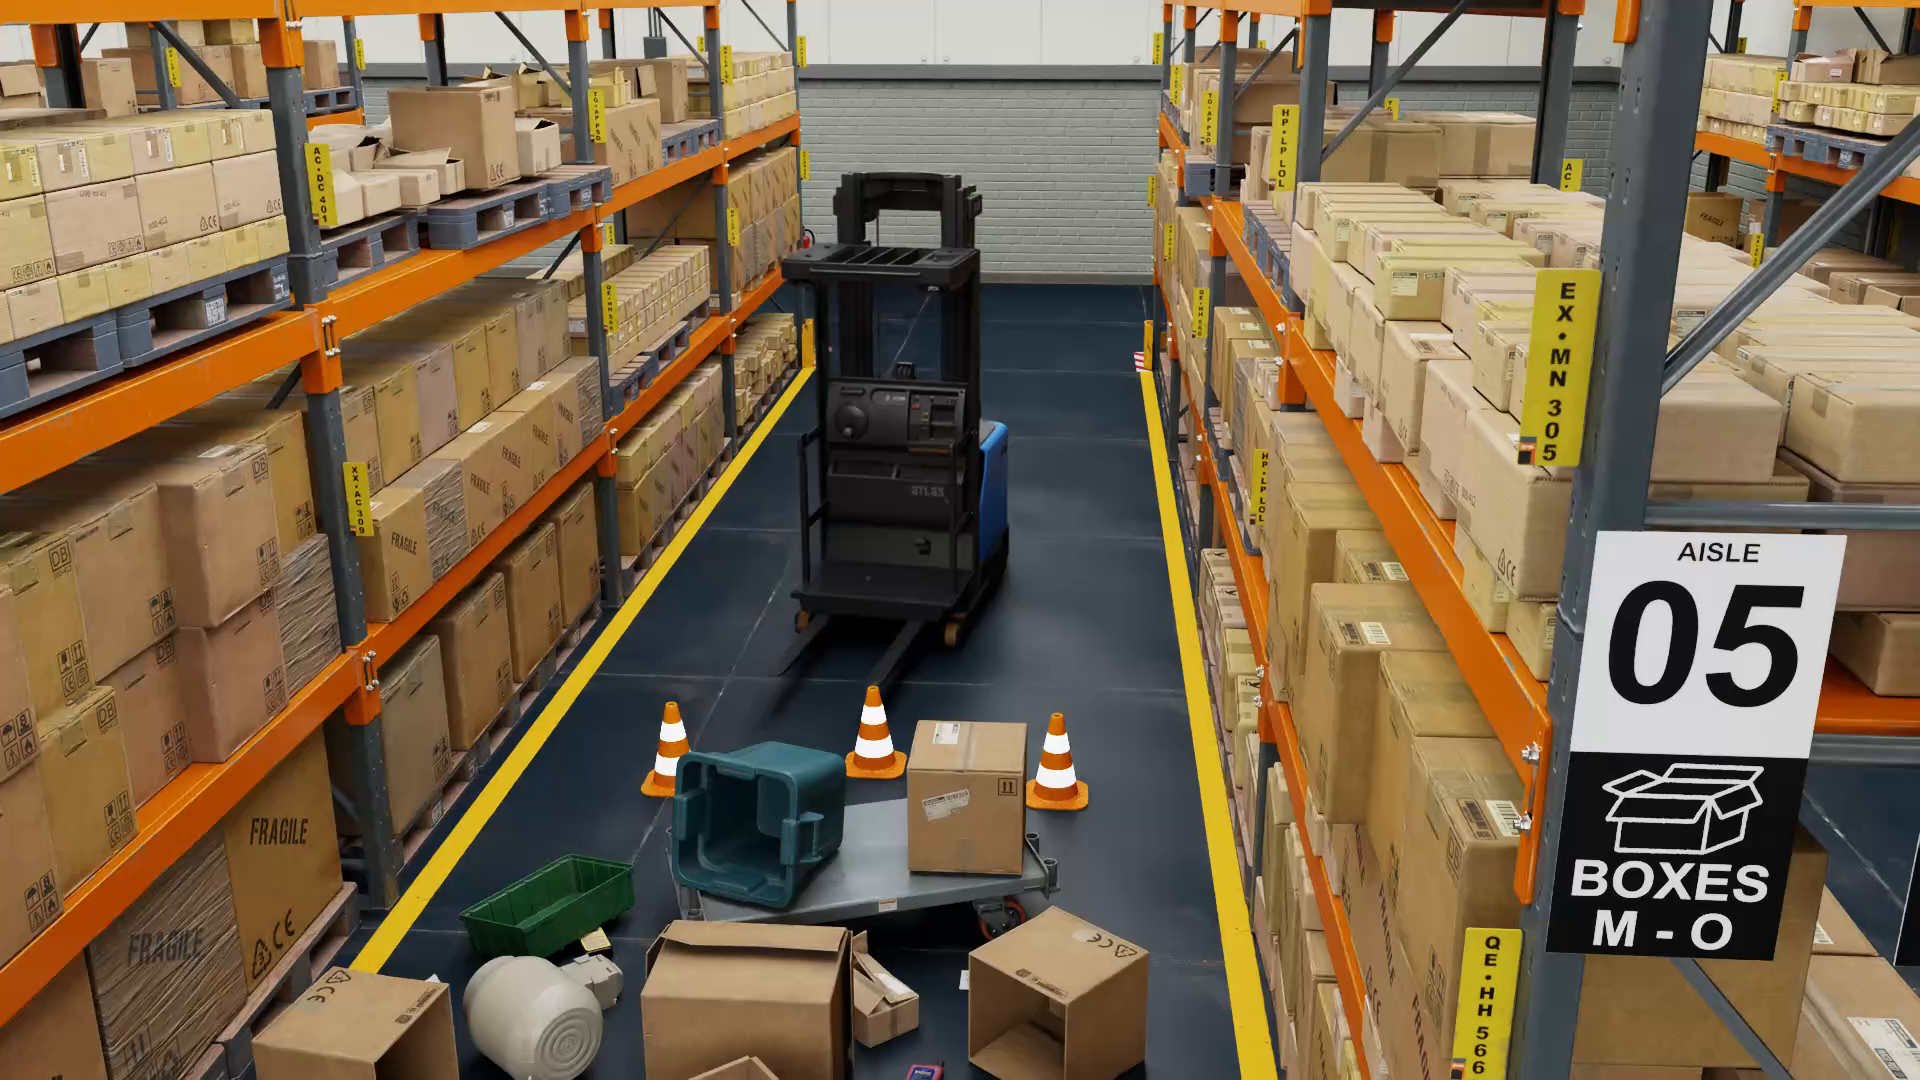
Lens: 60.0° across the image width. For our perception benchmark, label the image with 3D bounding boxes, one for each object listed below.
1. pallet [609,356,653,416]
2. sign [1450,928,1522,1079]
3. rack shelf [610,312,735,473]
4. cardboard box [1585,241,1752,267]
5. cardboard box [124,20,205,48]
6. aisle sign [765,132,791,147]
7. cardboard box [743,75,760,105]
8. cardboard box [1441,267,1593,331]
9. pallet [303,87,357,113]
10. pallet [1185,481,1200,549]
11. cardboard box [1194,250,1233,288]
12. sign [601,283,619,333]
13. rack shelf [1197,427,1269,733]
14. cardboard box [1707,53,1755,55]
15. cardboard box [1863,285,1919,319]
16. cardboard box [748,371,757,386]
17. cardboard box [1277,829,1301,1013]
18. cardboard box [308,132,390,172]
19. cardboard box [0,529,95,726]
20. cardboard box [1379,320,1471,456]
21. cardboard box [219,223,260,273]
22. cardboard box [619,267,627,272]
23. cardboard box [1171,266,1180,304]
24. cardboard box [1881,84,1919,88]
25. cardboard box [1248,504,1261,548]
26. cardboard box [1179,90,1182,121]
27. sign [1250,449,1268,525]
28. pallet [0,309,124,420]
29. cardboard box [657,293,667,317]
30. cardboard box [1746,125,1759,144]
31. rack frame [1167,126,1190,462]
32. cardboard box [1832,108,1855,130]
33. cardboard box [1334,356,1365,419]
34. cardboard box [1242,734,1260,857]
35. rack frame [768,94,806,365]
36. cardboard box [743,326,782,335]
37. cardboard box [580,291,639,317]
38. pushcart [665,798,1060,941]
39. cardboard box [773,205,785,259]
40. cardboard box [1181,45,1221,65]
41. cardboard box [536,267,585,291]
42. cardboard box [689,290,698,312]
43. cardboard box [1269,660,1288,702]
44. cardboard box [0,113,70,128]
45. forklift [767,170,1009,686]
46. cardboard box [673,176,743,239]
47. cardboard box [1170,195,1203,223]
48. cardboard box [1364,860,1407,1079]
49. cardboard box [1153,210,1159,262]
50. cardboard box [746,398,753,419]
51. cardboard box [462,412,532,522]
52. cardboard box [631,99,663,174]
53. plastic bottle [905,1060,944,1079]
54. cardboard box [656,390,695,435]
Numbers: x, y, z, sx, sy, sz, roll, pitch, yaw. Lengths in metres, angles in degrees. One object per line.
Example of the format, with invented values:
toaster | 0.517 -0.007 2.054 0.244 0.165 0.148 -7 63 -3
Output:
pallet | -2.896 -1.110 11.803 1.213 0.211 1.003 1 18 4
sign | 0.978 0.867 3.093 0.100 0.325 0.005 1 18 4
rack shelf | -2.698 -1.257 13.098 1.077 0.370 4.000 1 18 4
cardboard box | 1.996 -0.754 4.714 0.380 0.149 0.250 2 18 5
cardboard box | -7.421 -4.731 15.526 0.500 0.250 0.500 0 18 0
aisle sign | -1.963 -4.714 18.317 0.394 0.787 0.004 1 18 4
cardboard box | -2.190 -4.267 15.748 0.500 0.250 0.500 2 18 5
cardboard box | 1.456 -0.604 4.254 0.380 0.149 0.250 1 18 2
pallet | -7.250 -4.757 17.949 1.003 0.211 1.213 1 18 4
pallet | 2.325 -0.195 13.178 1.003 0.211 1.213 1 18 4
cardboard box | 1.908 -1.747 11.672 0.500 0.500 0.500 2 18 5
sign | -2.287 -1.517 10.875 0.100 0.325 0.005 1 18 4
rack shelf | 1.960 0.064 9.065 1.077 0.370 4.000 1 18 4
cardboard box | 7.875 -4.863 17.089 0.500 0.250 0.500 1 18 2
cardboard box | 6.987 -1.549 11.992 0.797 0.503 0.637 1 18 3
cardboard box | -2.234 -1.638 16.530 0.380 0.149 0.250 2 18 6
cardboard box | 1.478 1.438 6.254 0.500 0.500 0.500 2 18 6
cardboard box | -3.222 -1.915 8.441 0.500 0.311 0.500 1 18 2
cardboard box | -3.318 0.297 5.225 0.875 0.550 0.500 1 18 4
cardboard box | 1.367 -0.392 4.248 0.500 0.250 0.500 2 18 5
cardboard box | -2.853 -1.090 6.184 0.380 0.149 0.250 2 18 5
cardboard box | -3.058 -2.249 14.221 0.380 0.149 0.250 1 18 3
cardboard box | 2.077 -2.177 14.188 0.500 0.250 0.500 1 18 2
cardboard box | 7.431 -3.472 12.975 0.380 0.149 0.250 1 18 3
cardboard box | 1.597 -0.065 8.033 0.380 0.149 0.250 1 18 3
cardboard box | 2.005 -3.555 13.678 0.396 0.266 0.258 1 18 3
sign | 1.263 -0.218 6.912 0.100 0.325 0.005 1 18 4
pallet | -3.287 -0.487 4.918 1.003 0.211 1.213 1 18 4
cardboard box | -2.500 -1.829 12.939 0.380 0.149 0.250 2 18 6
cardboard box | 7.093 -3.532 14.470 0.380 0.149 0.250 1 18 4
rack frame | 2.390 -2.141 14.640 1.000 3.000 0.127 1 18 4
cardboard box | 6.852 -3.183 12.572 0.380 0.149 0.250 1 18 3
cardboard box | 1.370 -0.473 5.135 0.380 0.149 0.250 1 18 3
cardboard box | 1.852 1.230 7.898 0.950 0.372 0.625 2 18 5
rack frame | -2.268 -3.463 18.673 1.000 3.000 0.127 1 18 4
cardboard box | -2.102 -2.181 17.710 0.380 0.149 0.250 1 18 2
cardboard box | -2.557 -1.722 12.134 0.380 0.149 0.250 1 18 2
pushcart | -0.461 1.554 7.574 1.648 0.377 0.936 -5 19 -15
cardboard box | -2.112 -3.189 17.199 0.500 0.500 0.500 1 18 4
cardboard box | 2.383 -4.481 15.967 0.500 0.500 0.500 2 18 5
cardboard box | -3.133 -2.069 13.195 0.380 0.149 0.250 2 18 6
cardboard box | -2.423 -2.015 13.983 0.380 0.149 0.250 1 18 4
cardboard box | 1.474 0.554 6.820 0.380 0.149 0.250 1 18 4
cardboard box | -3.510 -1.483 6.102 0.380 0.149 0.250 1 18 3
forklift | -0.467 -0.822 10.724 1.130 2.935 3.031 4 19 12
cardboard box | -2.279 -3.019 15.075 0.500 0.500 0.500 2 18 5
cardboard box | 2.148 -2.816 14.935 0.500 0.500 0.500 1 18 3
cardboard box | 1.334 1.067 4.212 0.500 0.500 0.500 1 18 4
cardboard box | 2.356 -3.288 17.981 0.500 0.500 0.500 1 18 3
cardboard box | -2.189 -1.254 15.835 0.380 0.149 0.250 2 18 6
cardboard box | -2.711 -0.410 9.197 0.500 0.500 0.500 2 18 5
cardboard box | -2.475 -2.933 12.079 0.500 0.500 0.500 1 18 4
plastic bottle | -0.147 2.099 6.420 0.133 0.061 0.283 4 19 13
cardboard box | -2.430 -1.027 13.377 0.500 0.250 0.500 0 18 1
